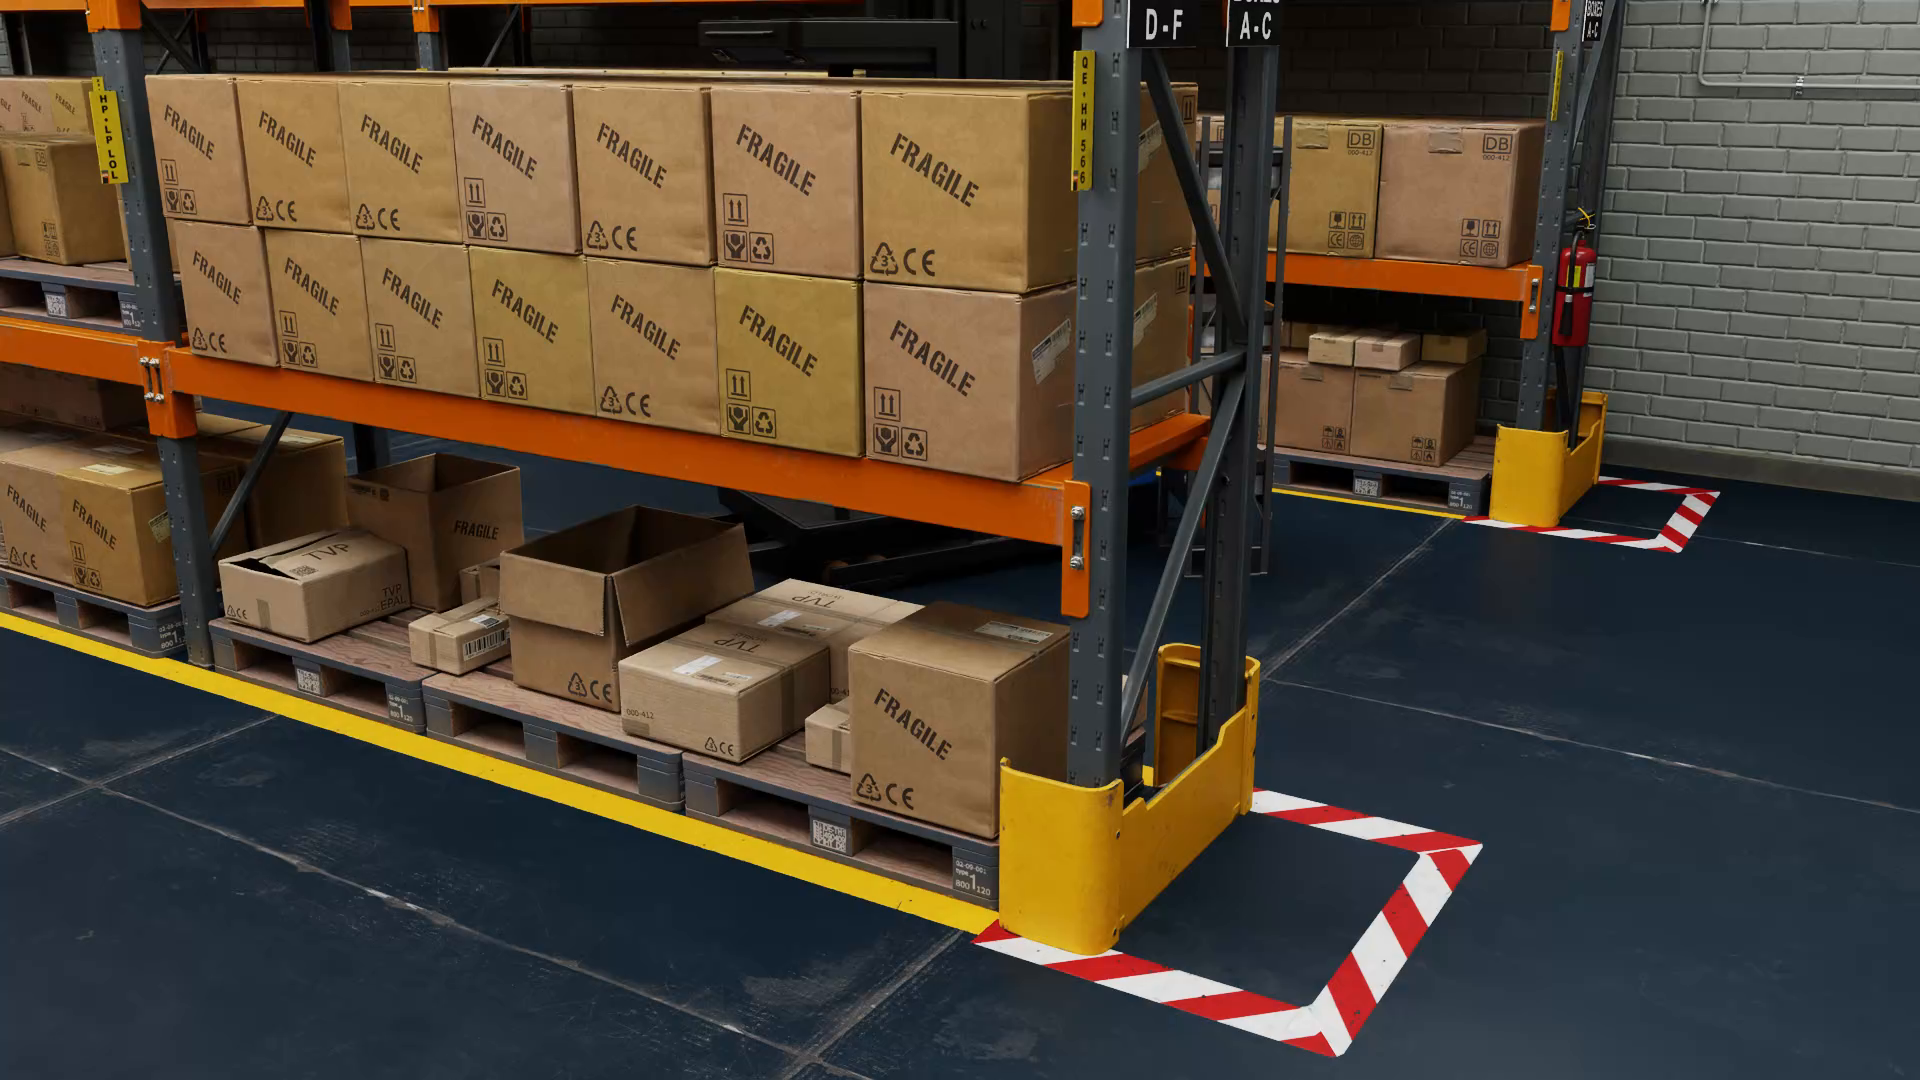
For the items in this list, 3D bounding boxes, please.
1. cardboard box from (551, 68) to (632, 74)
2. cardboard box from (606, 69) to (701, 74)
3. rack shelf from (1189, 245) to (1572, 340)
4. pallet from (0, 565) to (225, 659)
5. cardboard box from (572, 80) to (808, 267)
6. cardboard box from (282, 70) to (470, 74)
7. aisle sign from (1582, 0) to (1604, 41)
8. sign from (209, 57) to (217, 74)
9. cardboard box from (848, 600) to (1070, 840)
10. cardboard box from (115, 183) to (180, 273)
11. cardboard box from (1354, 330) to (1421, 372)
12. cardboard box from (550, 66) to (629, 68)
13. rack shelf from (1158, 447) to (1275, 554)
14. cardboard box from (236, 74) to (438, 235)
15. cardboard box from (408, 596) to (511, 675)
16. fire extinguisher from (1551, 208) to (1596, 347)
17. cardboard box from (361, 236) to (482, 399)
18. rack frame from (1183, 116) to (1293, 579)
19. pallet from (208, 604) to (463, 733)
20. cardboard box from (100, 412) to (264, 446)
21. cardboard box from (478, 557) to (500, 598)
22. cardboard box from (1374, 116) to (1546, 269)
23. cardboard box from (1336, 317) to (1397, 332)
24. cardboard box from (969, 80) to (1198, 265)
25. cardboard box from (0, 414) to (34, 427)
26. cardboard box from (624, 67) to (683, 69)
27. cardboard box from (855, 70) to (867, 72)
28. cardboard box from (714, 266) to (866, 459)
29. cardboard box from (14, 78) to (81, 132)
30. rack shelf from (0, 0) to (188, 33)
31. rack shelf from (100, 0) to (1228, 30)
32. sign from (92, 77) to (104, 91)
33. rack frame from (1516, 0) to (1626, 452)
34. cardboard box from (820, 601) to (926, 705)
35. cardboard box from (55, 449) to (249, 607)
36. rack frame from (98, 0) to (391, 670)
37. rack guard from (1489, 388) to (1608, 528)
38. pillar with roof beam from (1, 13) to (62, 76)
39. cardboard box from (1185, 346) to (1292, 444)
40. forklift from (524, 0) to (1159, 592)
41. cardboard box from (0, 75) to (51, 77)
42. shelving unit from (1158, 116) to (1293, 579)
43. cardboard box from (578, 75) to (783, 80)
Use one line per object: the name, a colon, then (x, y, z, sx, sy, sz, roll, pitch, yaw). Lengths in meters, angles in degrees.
cardboard box: (-2.485, -3.151, 11.585, 0.500, 0.250, 0.500, 10, 20, 30)
cardboard box: (-2.047, -3.075, 11.335, 0.500, 0.250, 0.500, 10, 19, 29)
rack shelf: (1.489, -1.625, 9.808, 4.000, 0.370, 1.077, 10, 20, 30)
pallet: (-3.517, 0.174, 7.446, 1.213, 0.211, 1.003, 10, 20, 30)
cardboard box: (-0.794, -1.118, 5.008, 0.500, 0.500, 0.500, 11, 20, 32)
cardboard box: (-2.238, -1.560, 6.462, 0.500, 0.500, 0.500, 10, 20, 30)
aisle sign: (3.098, -2.824, 8.044, 0.004, 0.787, 0.394, 10, 20, 30)
sign: (-6.745, -4.182, 14.997, 0.005, 0.325, 0.100, 10, 20, 30)
cardboard box: (0.012, 0.526, 5.032, 0.500, 0.500, 0.500, 10, 20, 30)
cardboard box: (-3.091, -1.422, 7.008, 0.500, 0.500, 0.700, 4, 17, 12)
cardboard box: (2.340, -1.037, 9.095, 0.250, 0.149, 0.380, 10, 19, 29)
cardboard box: (-2.662, -3.356, 12.261, 0.500, 0.250, 0.500, 9, 19, 28)
rack shelf: (1.216, -0.219, 7.946, 0.431, 0.518, 0.480, -2, 17, -7)
cardboard box: (-2.110, -1.353, 5.781, 0.500, 0.500, 0.500, 9, 19, 28)
cardboard box: (-1.818, 0.345, 6.201, 0.250, 0.166, 0.380, 10, 20, 30)
fire extinguisher: (3.080, -1.313, 8.316, 0.183, 0.674, 0.296, 10, 20, 30)
cardboard box: (-1.650, -0.795, 5.666, 0.500, 0.500, 0.500, 10, 20, 30)
rack frame: (1.246, -0.832, 7.507, 0.400, 2.100, 0.015, -2, 17, -7)
pallet: (-2.220, 0.393, 6.725, 1.213, 0.211, 1.003, 10, 20, 30)
cardboard box: (-3.550, -0.273, 7.663, 0.500, 0.500, 0.500, 10, 20, 31)
cardboard box: (-1.532, 0.160, 6.562, 0.500, 0.311, 0.500, 10, 20, 30)
cardboard box: (2.753, -1.884, 8.906, 0.700, 0.700, 0.980, 11, 20, 33)
cardboard box: (2.323, -1.170, 9.533, 0.250, 0.149, 0.380, 10, 20, 30)
cardboard box: (0.364, -1.097, 4.939, 0.500, 0.500, 0.500, 11, 20, 32)
cardboard box: (-4.654, -0.295, 7.736, 0.500, 0.500, 0.500, 9, 19, 28)
cardboard box: (-2.227, -3.277, 12.001, 0.500, 0.250, 0.500, 10, 19, 29)
cardboard box: (-0.471, -2.967, 10.978, 0.500, 0.250, 0.500, 11, 20, 32)
cardboard box: (-0.364, -0.564, 4.906, 0.500, 0.500, 0.500, 10, 20, 31)
cardboard box: (-8.025, -3.857, 14.851, 0.500, 0.500, 0.500, 10, 20, 30)
rack shelf: (-8.737, -4.886, 15.381, 4.000, 0.370, 1.077, 10, 20, 30)
rack shelf: (-1.100, -1.833, 5.332, 4.000, 0.370, 1.077, 10, 20, 30)
sign: (-7.310, -3.769, 14.139, 0.005, 0.325, 0.100, 10, 20, 30)
rack frame: (3.193, -1.665, 8.702, 0.127, 3.000, 1.000, 10, 20, 30)
cardboard box: (-0.137, 0.438, 5.751, 0.500, 0.250, 0.500, 10, 20, 30)
cardboard box: (-3.375, -0.065, 6.977, 0.500, 0.500, 0.500, 10, 20, 30)
rack frame: (-2.805, -1.046, 6.664, 0.127, 3.000, 1.000, 10, 20, 30)
rack guard: (3.214, -0.465, 9.054, 0.348, 0.500, 1.175, 10, 20, 30)
pillar with roof beam: (-11.645, -6.011, 12.687, 0.400, 9.000, 9.100, 10, 20, 30)
cardboard box: (1.689, -0.904, 9.775, 0.500, 0.500, 0.700, 9, 19, 28)
forklift: (-0.542, -1.313, 7.660, 3.031, 2.935, 1.130, -9, 19, -28)
cardboard box: (-9.061, -4.220, 16.046, 0.500, 0.500, 0.500, 10, 19, 29)
shelving unit: (1.216, -0.902, 7.739, 0.431, 2.100, 0.503, -2, 17, -7)
cardboard box: (-0.943, -1.329, 5.703, 0.500, 0.500, 0.500, 10, 20, 30)
